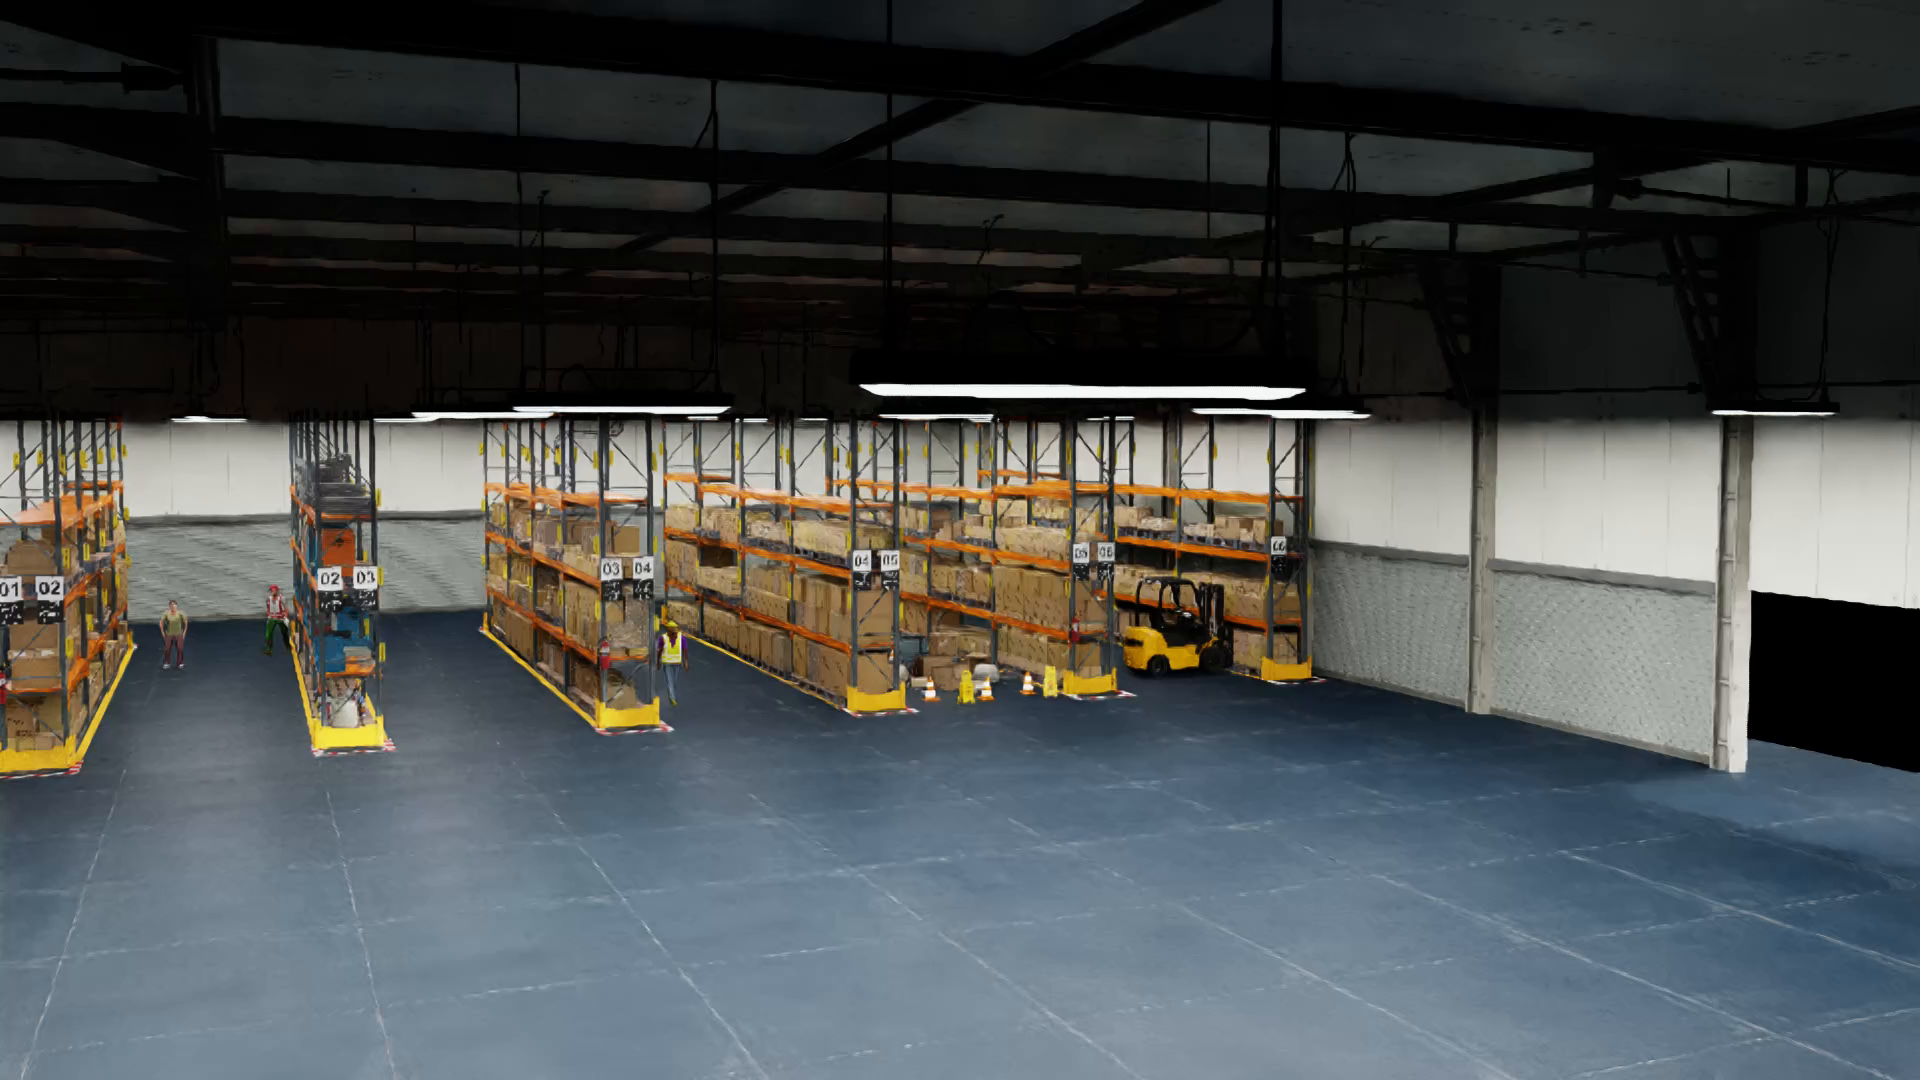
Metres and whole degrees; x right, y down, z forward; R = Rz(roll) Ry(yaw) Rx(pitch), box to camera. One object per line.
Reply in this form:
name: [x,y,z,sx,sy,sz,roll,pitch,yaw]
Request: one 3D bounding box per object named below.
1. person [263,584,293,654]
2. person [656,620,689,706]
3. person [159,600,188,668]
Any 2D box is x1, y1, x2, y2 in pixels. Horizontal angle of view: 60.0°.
person: [-17.034,1.957,41.526,0.566,1.735,0.988,0,4,-3]
person: [-5.856,2.488,33.968,0.591,1.716,1.042,-2,4,-24]
person: [-18.387,2.197,38.897,0.598,1.619,0.507,-2,4,-25]
